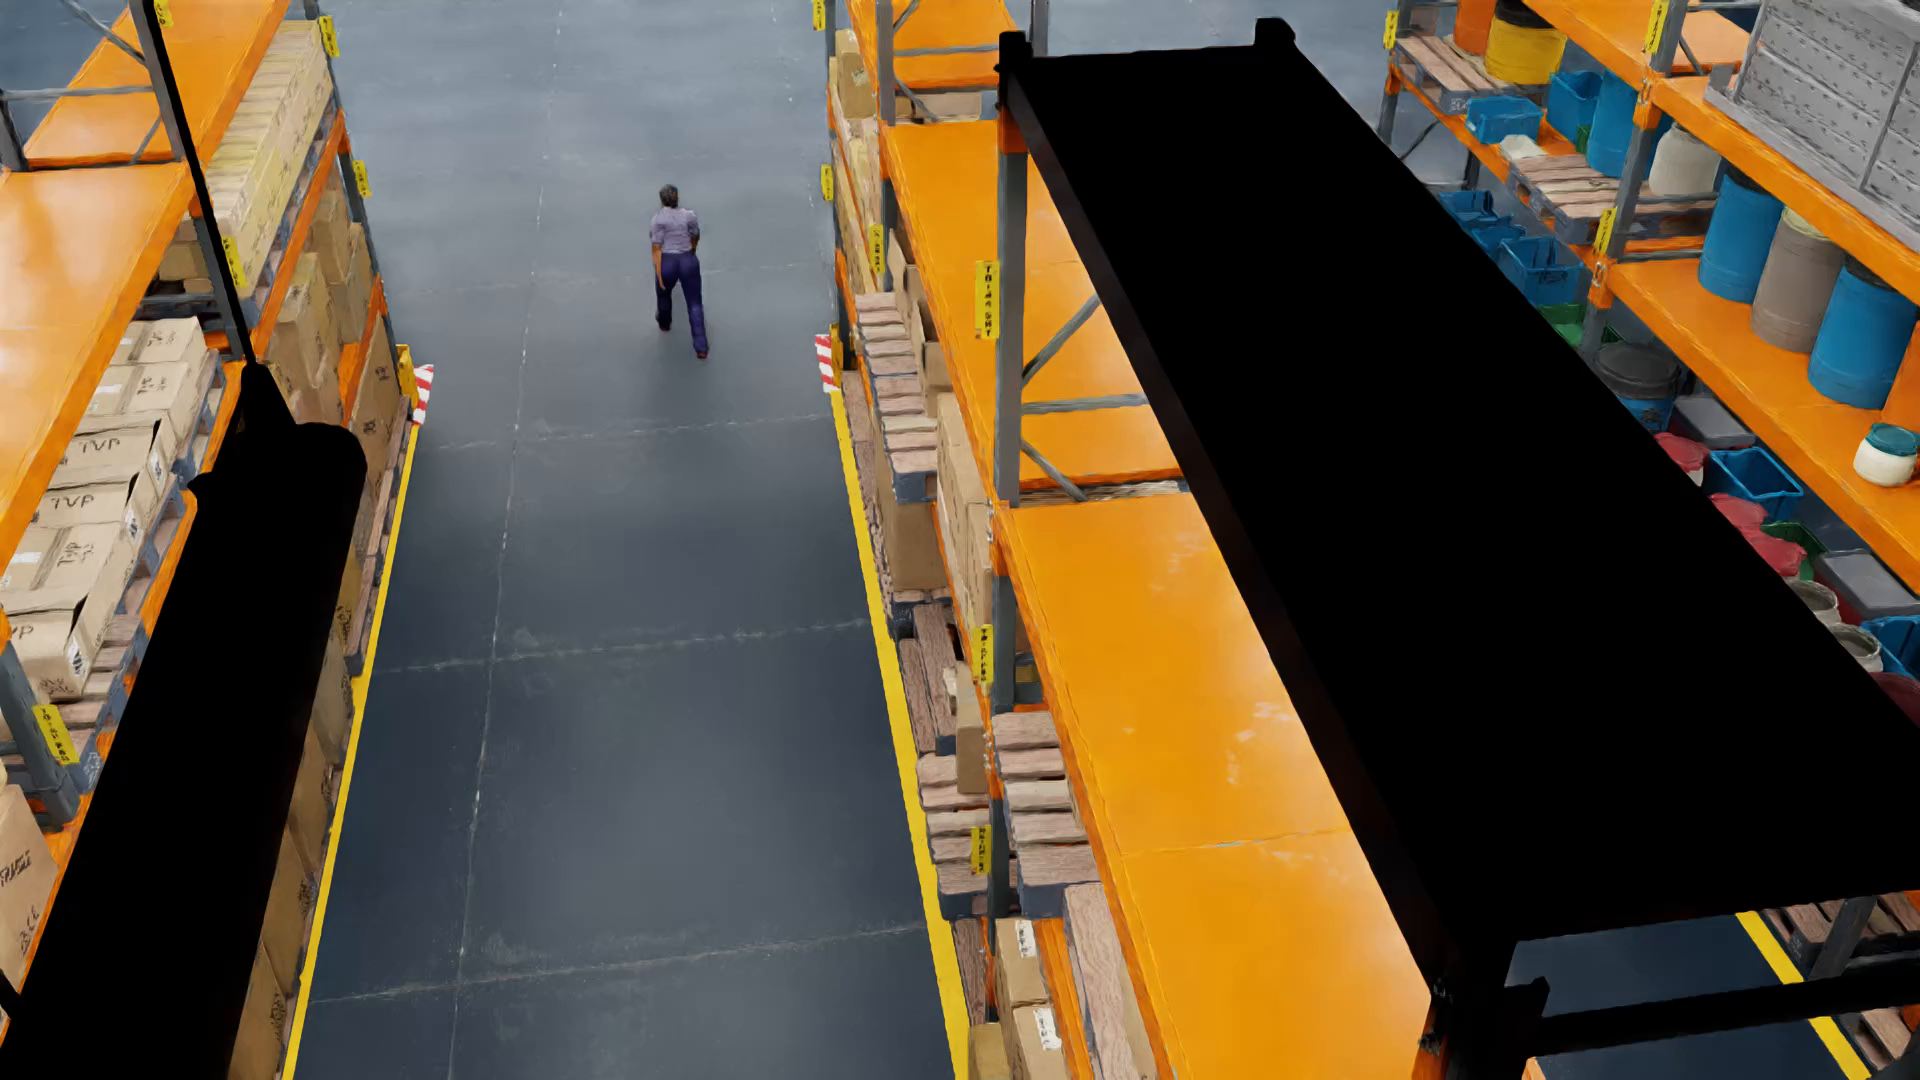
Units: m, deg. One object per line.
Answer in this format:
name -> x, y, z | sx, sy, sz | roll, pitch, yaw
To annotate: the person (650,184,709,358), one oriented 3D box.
person -> -2.647, -2.594, 15.629 | 0.473, 1.580, 0.999 | -10, 38, -14
